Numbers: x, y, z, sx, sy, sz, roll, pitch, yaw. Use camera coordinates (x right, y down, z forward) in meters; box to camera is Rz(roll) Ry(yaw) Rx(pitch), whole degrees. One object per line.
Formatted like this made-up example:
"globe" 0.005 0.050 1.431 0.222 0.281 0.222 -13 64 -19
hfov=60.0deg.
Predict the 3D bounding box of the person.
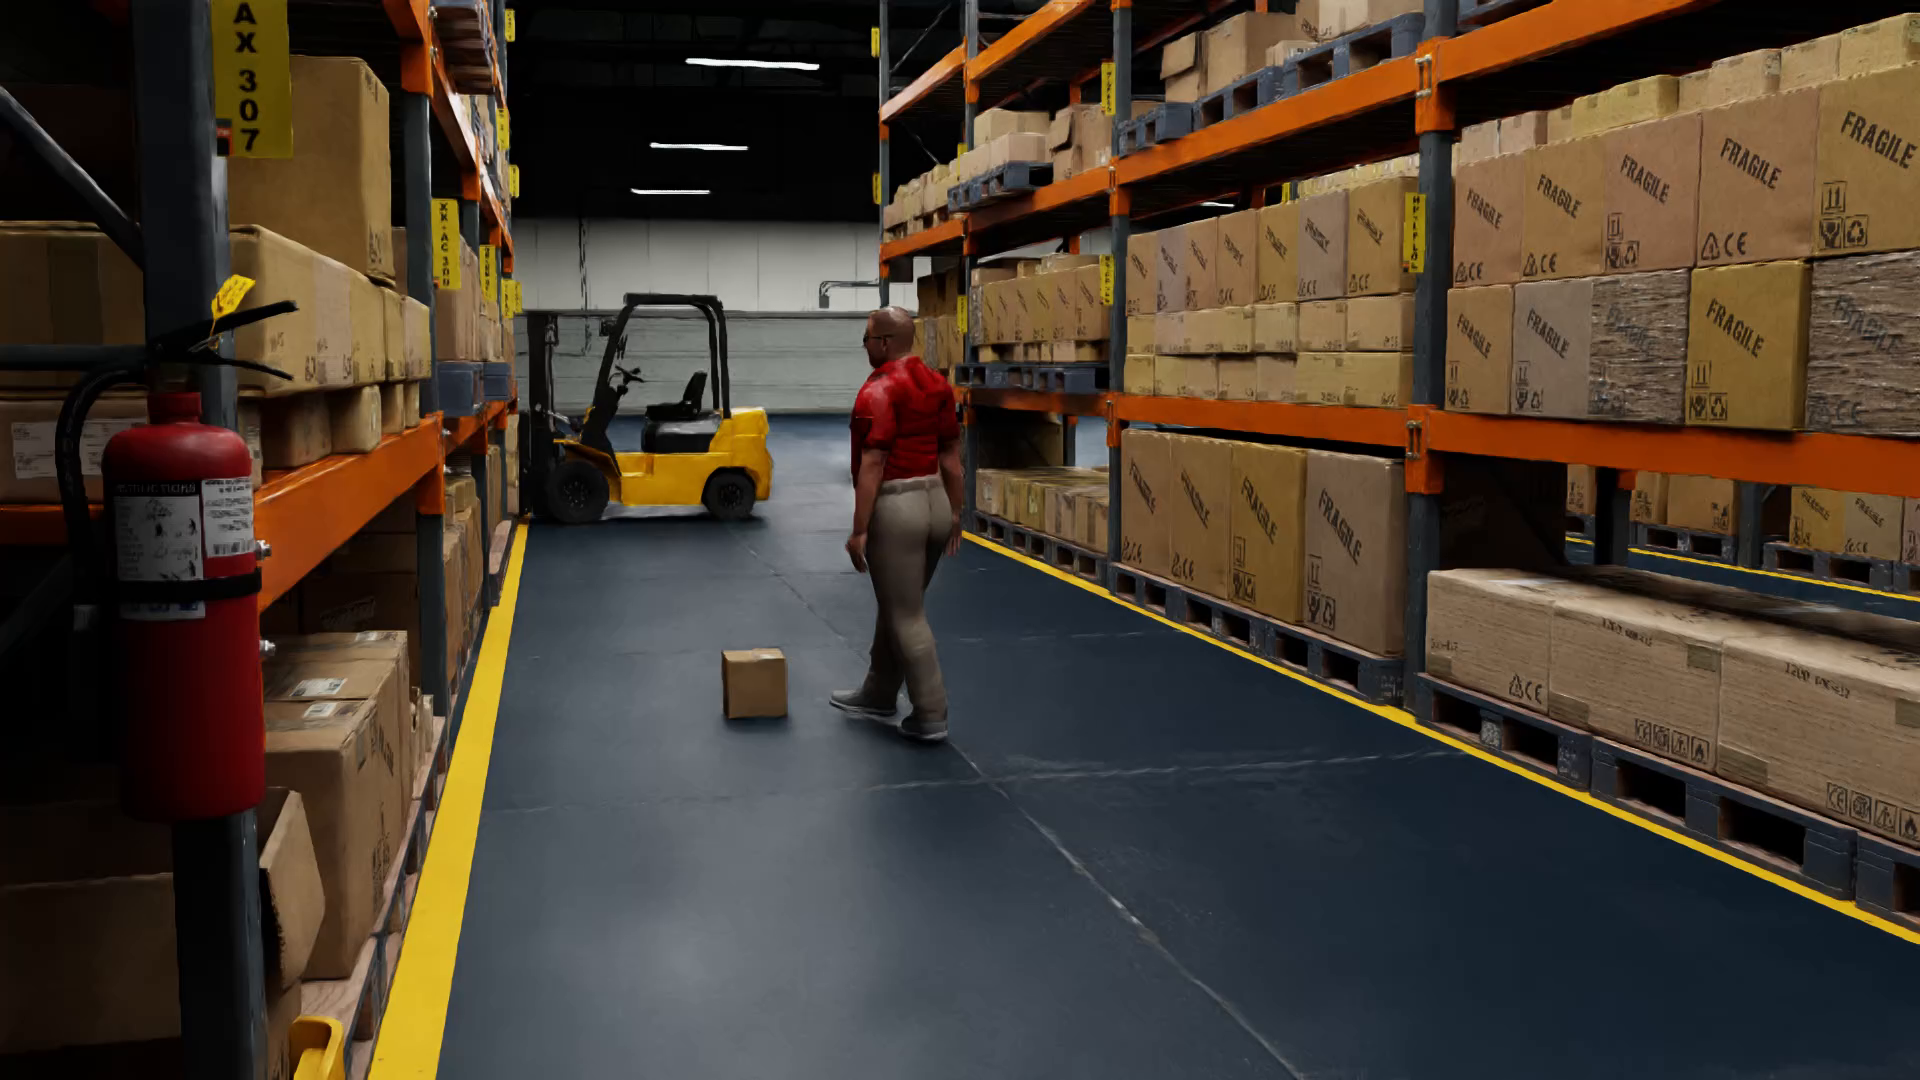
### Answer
"person" -0.338 -0.073 6.699 0.717 1.721 0.582 4 7 35
